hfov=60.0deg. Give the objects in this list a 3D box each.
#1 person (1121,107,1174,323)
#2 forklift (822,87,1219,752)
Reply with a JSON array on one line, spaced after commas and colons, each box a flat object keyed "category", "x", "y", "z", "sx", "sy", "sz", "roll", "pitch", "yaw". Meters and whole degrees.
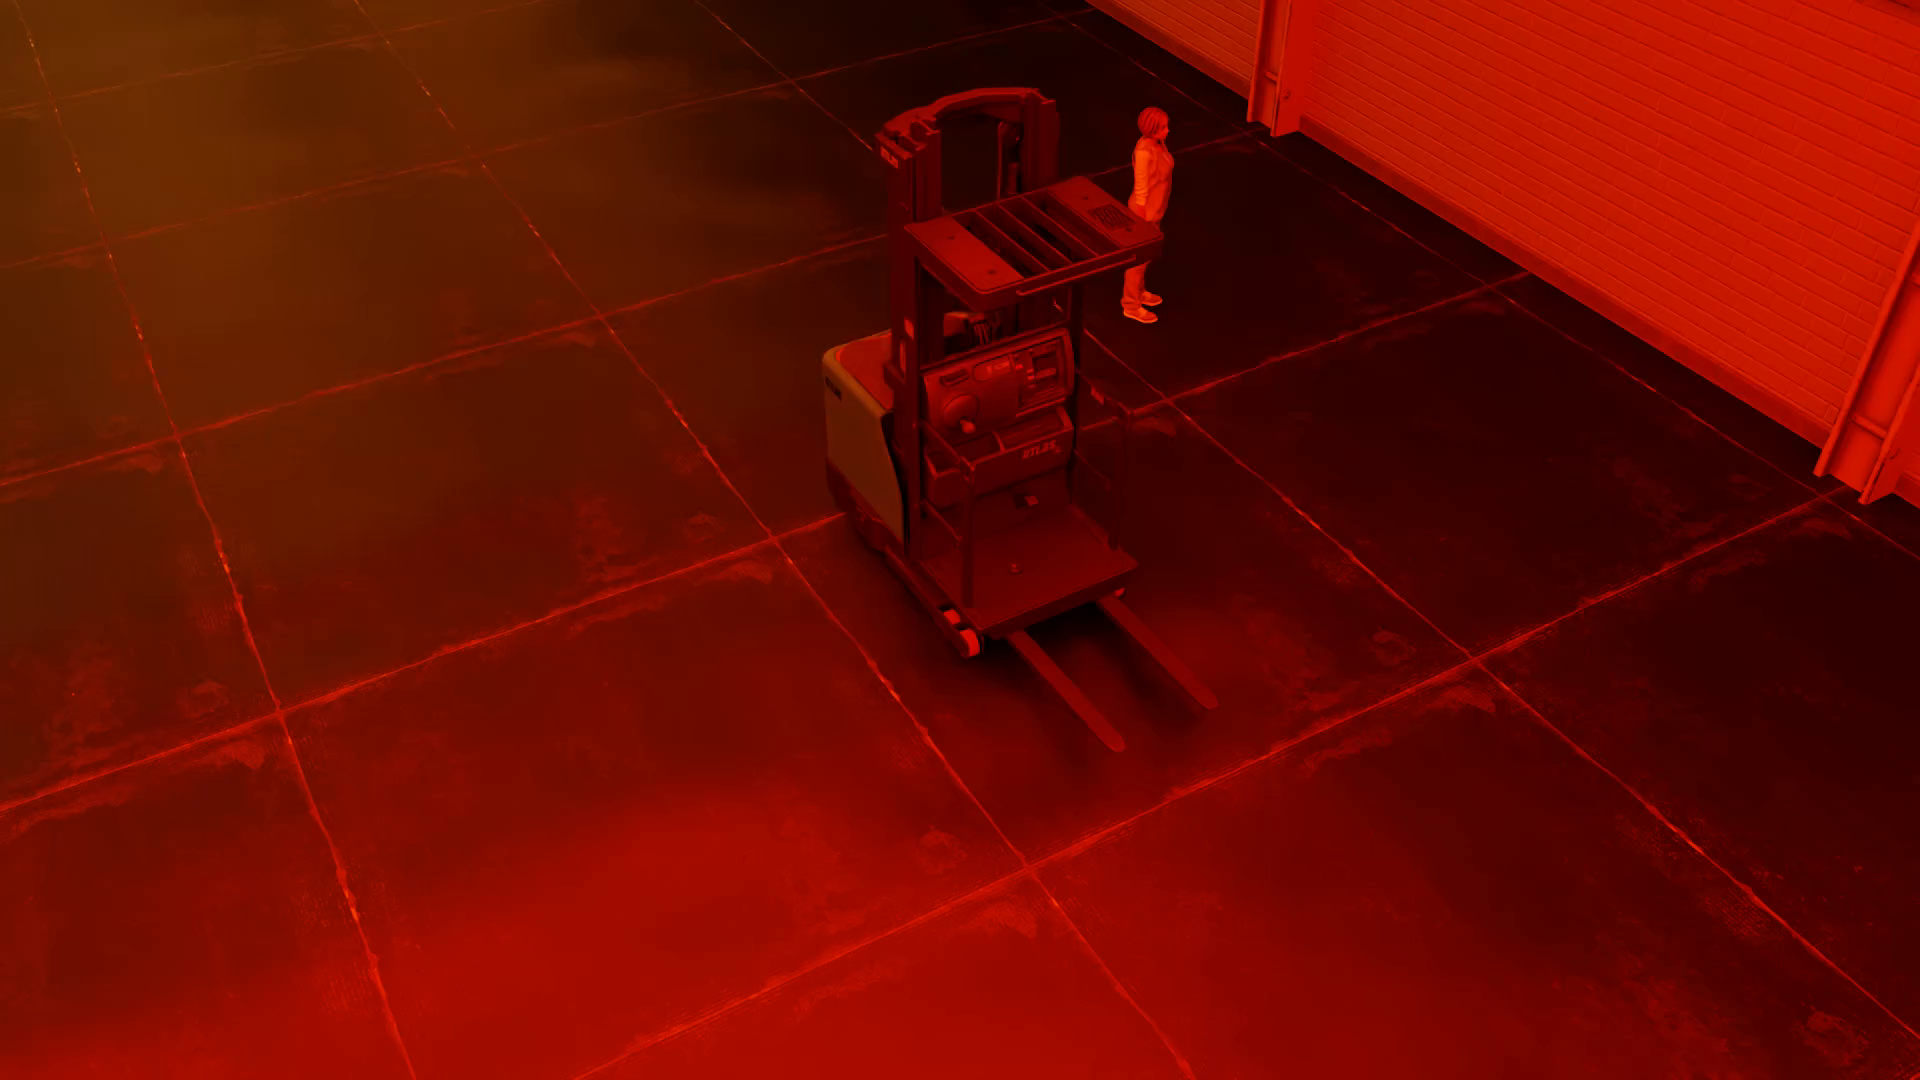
[{"category": "person", "x": 1.348, "y": -2.344, "z": 11.905, "sx": 0.317, "sy": 1.603, "sz": 0.418, "roll": 11, "pitch": 41, "yaw": 13}, {"category": "forklift", "x": 0.331, "y": -0.792, "z": 8.992, "sx": 1.130, "sy": 2.935, "sz": 3.031, "roll": -21, "pitch": 44, "yaw": -23}]
